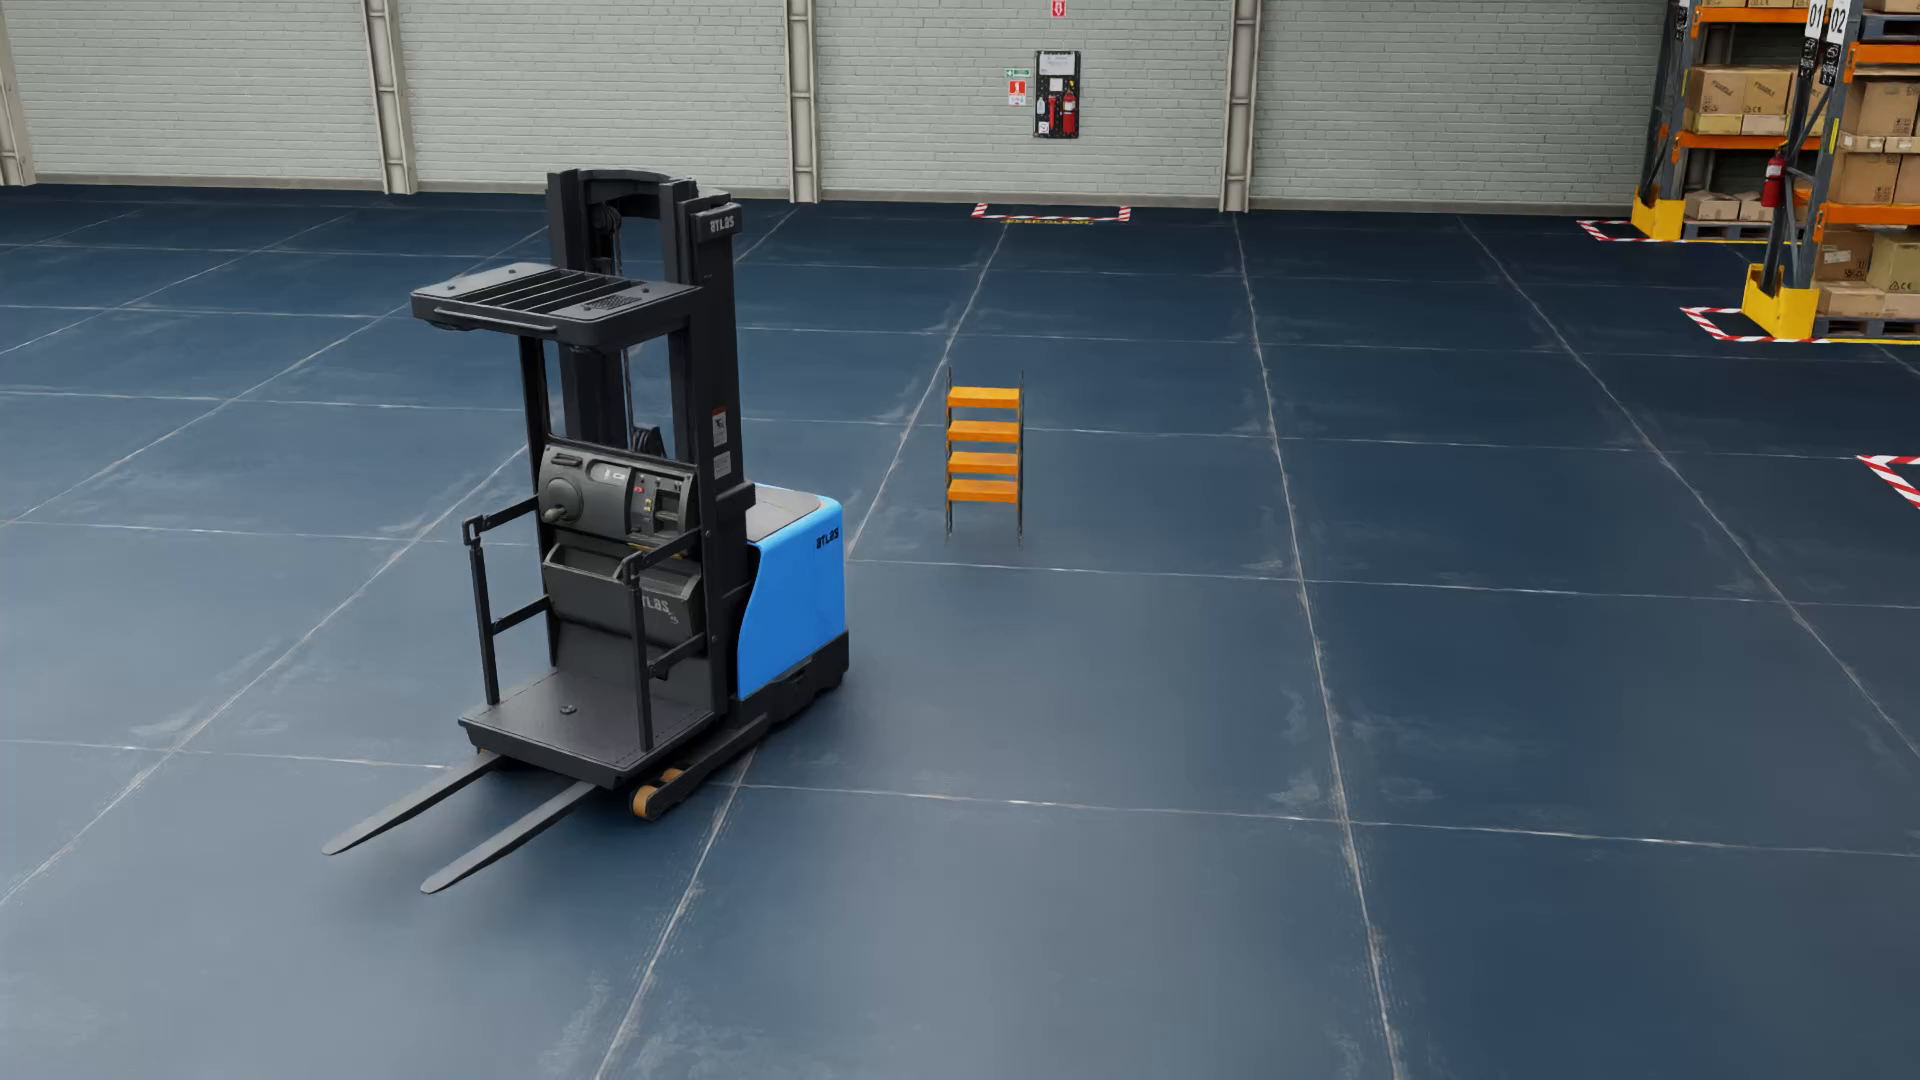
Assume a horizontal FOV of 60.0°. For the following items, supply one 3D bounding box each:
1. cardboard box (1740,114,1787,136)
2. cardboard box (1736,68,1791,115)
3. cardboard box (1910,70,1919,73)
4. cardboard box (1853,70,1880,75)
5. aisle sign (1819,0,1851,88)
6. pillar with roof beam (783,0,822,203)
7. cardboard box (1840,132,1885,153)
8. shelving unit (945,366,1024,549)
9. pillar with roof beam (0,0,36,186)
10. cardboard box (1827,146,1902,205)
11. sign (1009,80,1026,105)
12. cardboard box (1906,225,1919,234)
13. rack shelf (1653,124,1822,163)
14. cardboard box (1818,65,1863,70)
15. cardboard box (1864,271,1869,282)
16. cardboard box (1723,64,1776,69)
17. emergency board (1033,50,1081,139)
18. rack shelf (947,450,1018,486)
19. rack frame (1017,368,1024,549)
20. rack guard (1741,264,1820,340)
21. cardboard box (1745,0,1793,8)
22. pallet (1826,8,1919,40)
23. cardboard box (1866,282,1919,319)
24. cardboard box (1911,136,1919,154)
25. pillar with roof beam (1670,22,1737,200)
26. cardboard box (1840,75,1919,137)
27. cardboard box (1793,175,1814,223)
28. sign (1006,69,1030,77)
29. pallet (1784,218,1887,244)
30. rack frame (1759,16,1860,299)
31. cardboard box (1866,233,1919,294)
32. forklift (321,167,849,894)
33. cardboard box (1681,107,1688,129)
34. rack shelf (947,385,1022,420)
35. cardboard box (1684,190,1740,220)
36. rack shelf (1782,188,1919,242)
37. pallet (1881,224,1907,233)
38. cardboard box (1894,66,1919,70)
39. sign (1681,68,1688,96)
[{"bbox_3d":[9.899,-5.188,20.658,0.500,0.250,0.500,2,22,5],"label":"cardboard box"},{"bbox_3d":[9.863,-5.535,20.518,0.500,0.500,0.500,3,22,6],"label":"cardboard box"},{"bbox_3d":[11.904,-5.445,20.289,0.500,0.500,0.500,2,22,6],"label":"cardboard box"},{"bbox_3d":[10.889,-5.493,20.410,0.500,0.500,0.500,3,22,8],"label":"cardboard box"},{"bbox_3d":[8.254,-4.694,15.696,0.004,0.787,0.394,2,22,6],"label":"aisle sign"},{"bbox_3d":[-2.692,-7.425,17.982,0.400,9.000,9.100,2,22,6],"label":"pillar with roof beam"},{"bbox_3d":[8.719,-3.846,16.070,0.250,0.149,0.380,2,22,6],"label":"cardboard box"},{"bbox_3d":[0.164,-0.551,11.201,0.503,1.200,0.258,2,22,6],"label":"shelving unit"},{"bbox_3d":[-14.609,-7.944,19.295,0.400,9.000,9.100,2,22,6],"label":"pillar with roof beam"},{"bbox_3d":[8.817,-3.615,16.368,0.500,0.500,0.700,3,22,6],"label":"cardboard box"},{"bbox_3d":[0.786,-6.147,22.859,0.234,0.329,0.001,2,22,6],"label":"sign"},{"bbox_3d":[9.917,-2.906,16.860,0.500,0.500,0.500,2,22,6],"label":"cardboard box"},{"bbox_3d":[10.920,-4.981,20.938,4.000,0.370,1.077,2,22,6],"label":"rack shelf"},{"bbox_3d":[10.940,-5.680,20.884,0.500,0.500,0.500,3,22,7],"label":"cardboard box"},{"bbox_3d":[9.420,-2.578,17.049,0.500,0.250,0.500,2,22,6],"label":"cardboard box"},{"bbox_3d":[9.926,-5.723,20.991,0.500,0.500,0.500,3,22,7],"label":"cardboard box"},{"bbox_3d":[1.323,-6.068,22.709,0.643,1.169,0.194,2,22,6],"label":"emergency board"},{"bbox_3d":[0.164,-0.488,11.226,0.480,0.148,0.258,2,22,6],"label":"rack shelf"},{"bbox_3d":[0.407,-0.540,11.174,0.015,1.200,0.240,2,22,6],"label":"rack frame"},{"bbox_3d":[8.331,-2.432,16.912,0.348,0.500,1.175,2,22,6],"label":"rack guard"},{"bbox_3d":[9.766,-6.711,20.092,0.500,0.500,0.500,4,22,10],"label":"cardboard box"},{"bbox_3d":[9.054,-4.907,15.813,1.213,0.211,1.003,2,22,6],"label":"pallet"},{"bbox_3d":[9.358,-2.386,16.563,0.500,0.250,0.500,2,22,6],"label":"cardboard box"},{"bbox_3d":[9.229,-3.824,16.015,0.250,0.149,0.380,3,22,7],"label":"cardboard box"},{"bbox_3d":[9.225,-6.906,16.668,0.400,9.000,9.100,2,22,6],"label":"pillar with roof beam"},{"bbox_3d":[8.870,-4.216,16.124,0.500,0.500,0.700,3,22,6],"label":"cardboard box"},{"bbox_3d":[10.899,-4.307,21.056,0.500,0.500,0.700,1,22,3],"label":"cardboard box"},{"bbox_3d":[0.790,-6.390,22.752,0.331,0.109,0.001,2,22,6],"label":"sign"},{"bbox_3d":[11.020,-4.001,21.272,1.213,0.211,1.003,2,22,6],"label":"pallet"},{"bbox_3d":[8.355,-3.594,16.450,0.127,3.000,1.000,2,22,6],"label":"rack frame"},{"bbox_3d":[9.358,-2.734,16.423,0.500,0.500,0.500,2,22,6],"label":"cardboard box"},{"bbox_3d":[-1.792,-0.202,7.965,1.130,2.935,3.031,12,24,27],"label":"forklift"},{"bbox_3d":[9.421,-5.392,21.177,0.500,0.250,0.500,3,22,7],"label":"cardboard box"},{"bbox_3d":[0.164,-0.916,11.057,0.480,0.148,0.258,2,22,6],"label":"rack shelf"},{"bbox_3d":[9.611,-4.294,21.279,0.500,0.311,0.500,0,22,0],"label":"cardboard box"},{"bbox_3d":[10.341,-3.173,16.363,4.000,0.370,1.077,2,22,6],"label":"rack shelf"},{"bbox_3d":[12.235,-3.949,21.141,1.213,0.211,1.003,2,22,6],"label":"pallet"},{"bbox_3d":[11.951,-5.638,20.778,0.500,0.500,0.500,2,22,6],"label":"cardboard box"},{"bbox_3d":[8.871,-5.607,20.365,0.005,0.325,0.100,2,22,6],"label":"sign"}]
